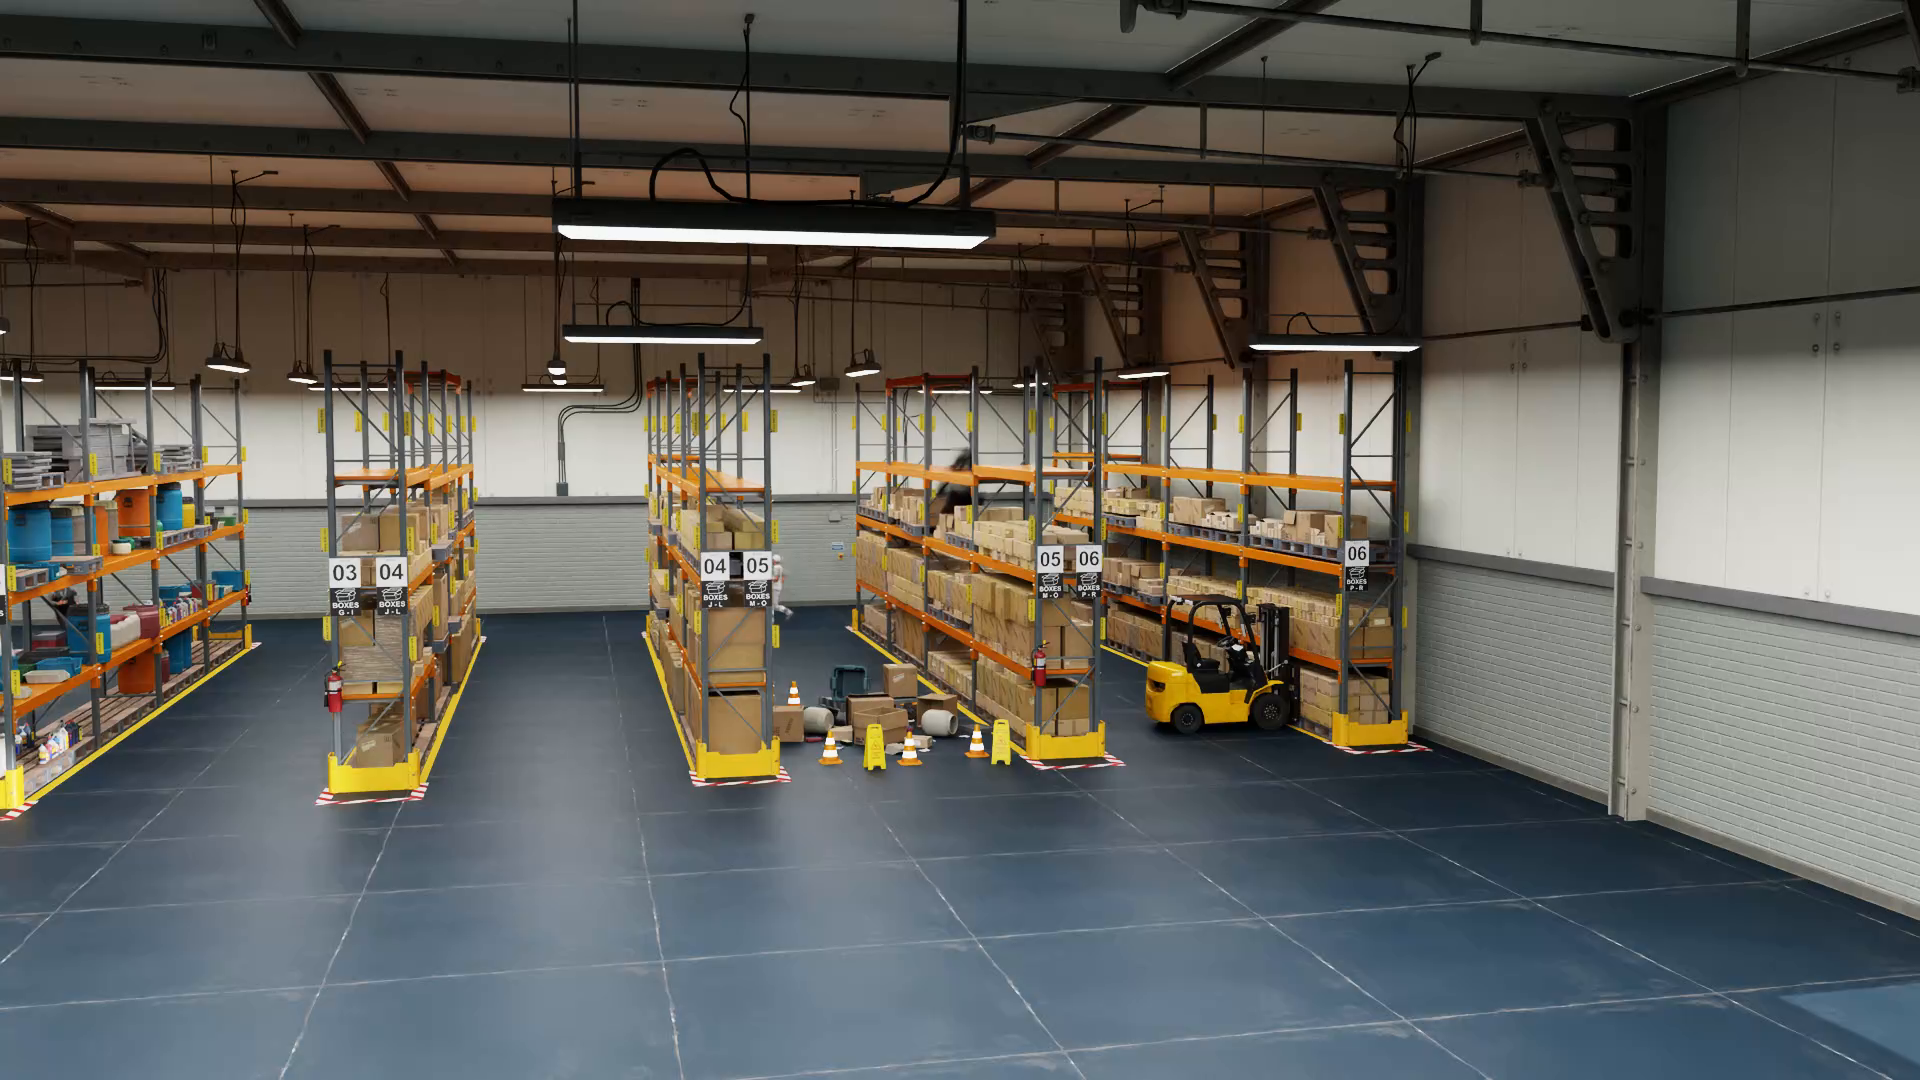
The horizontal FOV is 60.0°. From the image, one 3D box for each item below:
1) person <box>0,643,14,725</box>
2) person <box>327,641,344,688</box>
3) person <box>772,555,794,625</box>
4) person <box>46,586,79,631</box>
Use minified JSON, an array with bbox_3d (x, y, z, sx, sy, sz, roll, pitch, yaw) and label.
[{"bbox_3d":[-15.610,2.282,26.798,0.712,1.739,0.652,-1,4,-12],"label":"person"},{"bbox_3d":[-11.759,2.013,31.556,0.600,1.632,0.706,-1,4,-10],"label":"person"},{"bbox_3d":[-4.526,1.258,41.222,0.816,1.779,0.646,0,4,1],"label":"person"},{"bbox_3d":[-19.542,1.635,36.245,0.680,1.700,0.913,-3,5,-36],"label":"person"}]
